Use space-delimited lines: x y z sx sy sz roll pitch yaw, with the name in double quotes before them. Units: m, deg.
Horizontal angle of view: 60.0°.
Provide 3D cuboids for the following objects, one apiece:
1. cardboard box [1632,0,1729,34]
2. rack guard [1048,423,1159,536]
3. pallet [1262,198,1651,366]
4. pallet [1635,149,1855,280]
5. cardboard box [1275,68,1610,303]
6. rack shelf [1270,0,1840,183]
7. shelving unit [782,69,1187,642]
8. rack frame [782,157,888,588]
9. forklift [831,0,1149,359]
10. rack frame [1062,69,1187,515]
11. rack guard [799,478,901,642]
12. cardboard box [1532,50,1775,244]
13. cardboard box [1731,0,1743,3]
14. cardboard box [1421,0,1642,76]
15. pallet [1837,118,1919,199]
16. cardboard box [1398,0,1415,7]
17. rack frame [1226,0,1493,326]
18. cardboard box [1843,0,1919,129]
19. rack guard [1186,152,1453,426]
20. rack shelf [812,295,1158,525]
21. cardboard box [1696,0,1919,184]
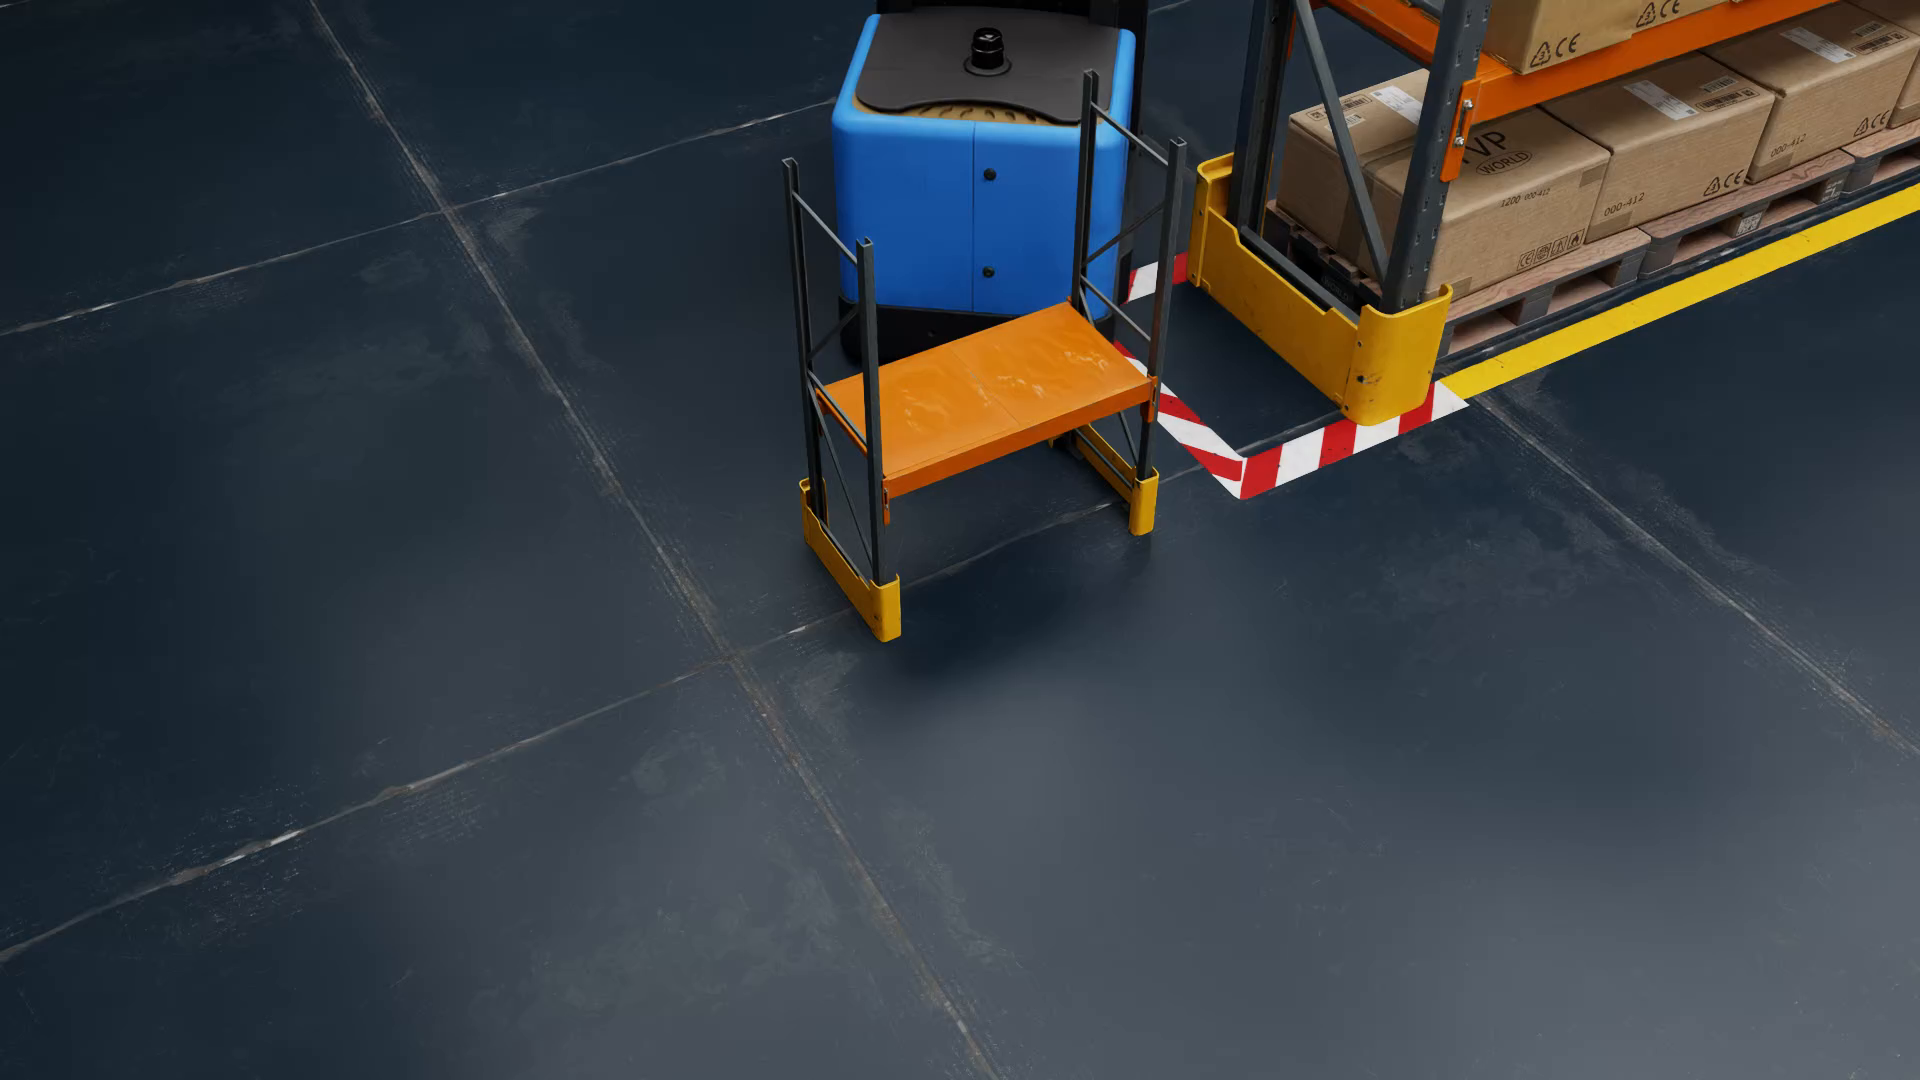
"cardboard box" 2.354 -2.125 5.714 0.500 0.500 0.500 -22 48 -21
"rack guard" 0.498 -0.289 5.868 0.087 0.250 0.587 -22 48 -21
"pallet" 2.024 -1.227 6.863 1.213 0.211 1.003 -22 48 -21
"pallet" 3.081 -1.648 7.297 1.213 0.211 1.003 -22 48 -21
"cardboard box" 1.892 -1.424 6.602 0.875 0.438 0.875 -23 49 -22
"rack shelf" 3.104 -2.339 6.523 4.000 0.370 1.077 -22 48 -21
"shelving unit" 0.066 -0.565 5.255 1.083 1.500 0.587 -22 48 -21
"rack frame" -0.367 -0.391 5.076 0.032 1.500 0.500 -22 48 -21
"forklift" 0.240 -2.711 6.439 1.130 2.935 3.031 5 44 5
"rack frame" 0.515 -0.744 5.440 0.032 1.500 0.500 -22 48 -21
"rack guard" -0.366 0.057 5.512 0.087 0.250 0.587 -22 48 -21
"cardboard box" 2.682 -1.747 6.934 0.875 0.438 0.875 -21 48 -20
"cardboard box" 2.804 -2.290 5.884 0.500 0.500 0.500 -22 48 -21
"cardboard box" 1.929 -1.933 5.516 0.500 0.500 0.500 -22 48 -21
"pallet" 4.140 -2.074 7.736 1.213 0.211 1.003 -22 48 -21
"cardboard box" 1.656 -2.267 5.860 0.500 0.500 0.500 -22 48 -21
"rack frame" 1.370 -1.903 5.558 0.127 3.000 1.000 -22 48 -21
"cardboard box" 4.240 -2.369 7.576 0.875 0.438 0.875 -22 48 -21
"rack guard" 1.349 -0.998 6.420 0.348 0.500 1.175 -22 48 -21
"rack shelf" 0.074 -0.439 5.383 1.000 0.185 0.538 -22 48 -21
"cardboard box" 3.464 -2.059 7.255 0.875 0.438 0.875 -23 49 -22
